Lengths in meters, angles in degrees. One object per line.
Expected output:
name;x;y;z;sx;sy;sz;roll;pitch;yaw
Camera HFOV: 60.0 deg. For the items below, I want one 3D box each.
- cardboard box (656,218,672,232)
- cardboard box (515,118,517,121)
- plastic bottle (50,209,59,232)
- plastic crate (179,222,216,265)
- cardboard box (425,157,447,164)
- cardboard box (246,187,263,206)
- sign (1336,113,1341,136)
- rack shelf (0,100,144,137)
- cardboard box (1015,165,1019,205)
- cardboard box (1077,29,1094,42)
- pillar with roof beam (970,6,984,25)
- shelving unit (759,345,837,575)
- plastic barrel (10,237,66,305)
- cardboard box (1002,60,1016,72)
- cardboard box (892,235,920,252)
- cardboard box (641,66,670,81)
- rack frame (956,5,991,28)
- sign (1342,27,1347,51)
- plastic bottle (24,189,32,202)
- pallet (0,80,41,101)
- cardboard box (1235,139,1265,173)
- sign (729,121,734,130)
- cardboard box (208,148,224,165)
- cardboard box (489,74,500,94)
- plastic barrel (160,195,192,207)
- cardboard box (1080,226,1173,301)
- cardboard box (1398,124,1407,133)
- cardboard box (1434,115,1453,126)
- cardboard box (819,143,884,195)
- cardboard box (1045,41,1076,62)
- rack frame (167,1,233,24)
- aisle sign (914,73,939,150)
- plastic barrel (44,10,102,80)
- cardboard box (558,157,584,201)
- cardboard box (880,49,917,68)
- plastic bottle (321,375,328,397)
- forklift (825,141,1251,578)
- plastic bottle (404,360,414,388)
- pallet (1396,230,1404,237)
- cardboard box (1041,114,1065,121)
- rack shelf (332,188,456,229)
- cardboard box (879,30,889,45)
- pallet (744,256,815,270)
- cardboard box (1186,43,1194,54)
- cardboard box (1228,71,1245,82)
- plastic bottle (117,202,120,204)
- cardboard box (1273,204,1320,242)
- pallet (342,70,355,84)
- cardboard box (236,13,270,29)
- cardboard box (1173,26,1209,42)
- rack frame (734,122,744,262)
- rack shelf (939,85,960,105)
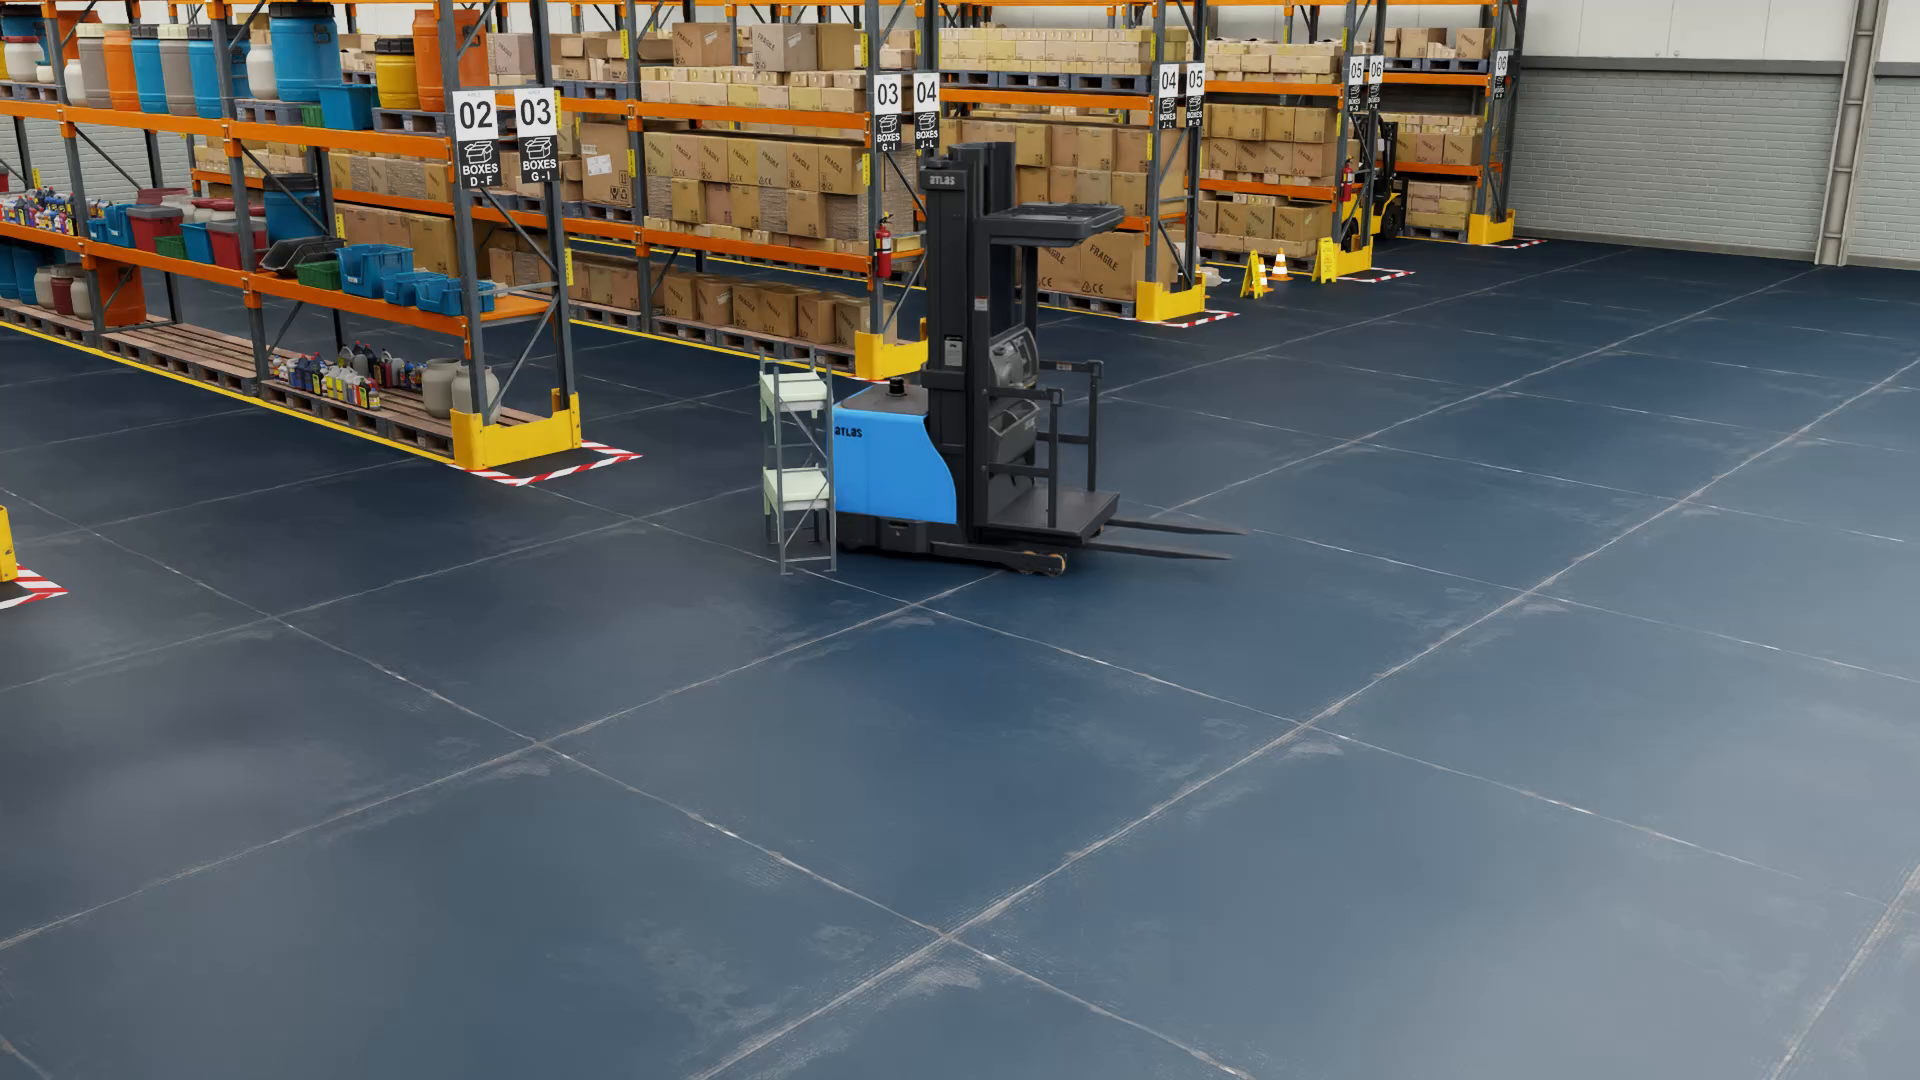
cardboard box;-3.454;-3.831;20.140;0.250;0.149;0.380;15;23;39
cardboard box;-7.902;-7.831;30.019;0.500;0.500;0.500;14;22;38
plastic bottle;-10.851;-3.834;19.946;0.097;0.271;0.097;0;18;0
plastic crate;-7.913;-3.138;17.567;0.575;0.384;0.392;15;23;39
cardboard box;-7.121;-5.595;23.458;0.637;0.503;0.797;16;24;41
cardboard box;-11.356;-5.419;27.546;0.875;0.875;0.875;15;23;39
sign;5.593;-6.135;24.548;0.005;0.325;0.100;15;23;39
rack shelf;-11.369;-5.286;20.540;4.000;0.370;1.077;15;23;39
cardboard box;0.810;-4.977;23.087;0.550;0.550;0.875;15;23;39
cardboard box;1.717;-6.496;21.401;0.250;0.149;0.380;16;23;40
pillar with roof beam;-2.487;-11.316;33.393;0.400;9.000;9.100;15;23;39
shelving unit;-1.172;-0.588;11.985;0.431;1.500;0.755;-4;18;-13
plastic barrel;-11.939;-3.546;21.600;0.708;0.901;0.600;15;23;39
cardboard box;0.775;-6.370;22.320;0.250;0.149;0.380;15;23;39
cardboard box;-0.657;-3.303;18.477;0.250;0.149;0.380;15;23;39
cardboard box;-3.555;-5.528;19.703;0.250;0.149;0.380;14;22;38
rack frame;0.293;-11.947;35.379;0.127;3.000;1.000;15;23;39
sign;5.593;-7.284;24.183;0.005;0.325;0.100;15;23;39
plastic bottle;-12.355;-4.536;22.150;0.135;0.276;0.152;15;23;39
pallet;-11.363;-5.578;20.583;1.213;0.211;1.003;15;23;39
cardboard box;4.644;-5.993;25.880;0.500;0.500;0.500;15;23;39
sign;-3.571;-6.410;26.066;0.005;0.325;0.100;15;23;39
cardboard box;-11.996;-6.335;27.369;0.500;0.250;0.500;15;23;39
cardboard box;-6.019;-6.021;21.915;0.500;0.250;0.500;16;23;41
plastic barrel;-8.962;-3.693;19.104;0.421;0.512;0.421;0;18;0
cardboard box;2.215;-3.723;22.201;0.875;0.875;0.875;15;23;40
cardboard box;7.847;-7.293;29.395;0.250;0.149;0.380;15;23;40
cardboard box;8.442;-7.290;28.893;0.250;0.149;0.380;16;23;40
cardboard box;-1.177;-4.033;18.049;0.500;0.500;0.500;15;23;39
cardboard box;1.466;-6.398;21.752;0.500;0.250;0.500;15;23;39
rack frame;-12.569;-9.384;27.304;0.127;3.000;1.000;15;23;39
aisle sign;-0.356;-4.607;17.870;0.004;0.787;0.394;15;23;39
plastic barrel;-10.295;-5.747;19.398;0.708;0.830;0.600;15;23;39
cardboard box;-4.951;-4.692;21.571;0.797;0.503;0.637;-15;23;-40
cardboard box;-0.860;-6.929;23.915;0.500;0.250;0.500;15;23;40
plastic bottle;-6.215;-1.514;16.324;0.097;0.201;0.097;0;18;0
forklift;0.575;-1.312;11.900;3.031;2.935;1.130;6;19;20
plastic bottle;-5.521;-1.665;16.682;0.097;0.271;0.097;0;18;0
pallet;7.760;-5.738;30.342;1.213;0.211;1.003;15;23;39
cardboard box;1.733;-6.992;28.333;0.500;0.500;0.500;16;24;41
rack shelf;-8.081;-4.977;24.524;4.000;0.370;1.077;15;23;39
cardboard box;-1.518;-9.126;30.591;0.500;0.500;0.500;15;23;40
pallet;-2.678;-4.516;26.492;1.213;0.211;1.003;15;23;39
cardboard box;3.587;-7.751;26.214;0.250;0.149;0.380;15;23;39
cardboard box;4.345;-7.171;25.704;0.250;0.149;0.380;15;23;39
plastic bottle;-10.398;-4.032;20.551;0.133;0.283;0.061;15;23;39
cardboard box;5.204;-4.903;25.714;0.500;0.500;0.500;15;23;40
pallet;-8.859;-6.887;24.711;1.217;0.209;0.805;14;22;37
cardboard box;-11.065;-8.199;26.266;0.500;0.250;0.500;14;22;38
cardboard box;4.426;-9.604;31.933;0.500;0.500;0.500;16;23;41
rack frame;-3.217;-6.020;26.622;0.127;3.000;1.000;15;23;39
rack shelf;-1.722;-6.705;25.012;4.000;0.370;1.077;15;23;39
